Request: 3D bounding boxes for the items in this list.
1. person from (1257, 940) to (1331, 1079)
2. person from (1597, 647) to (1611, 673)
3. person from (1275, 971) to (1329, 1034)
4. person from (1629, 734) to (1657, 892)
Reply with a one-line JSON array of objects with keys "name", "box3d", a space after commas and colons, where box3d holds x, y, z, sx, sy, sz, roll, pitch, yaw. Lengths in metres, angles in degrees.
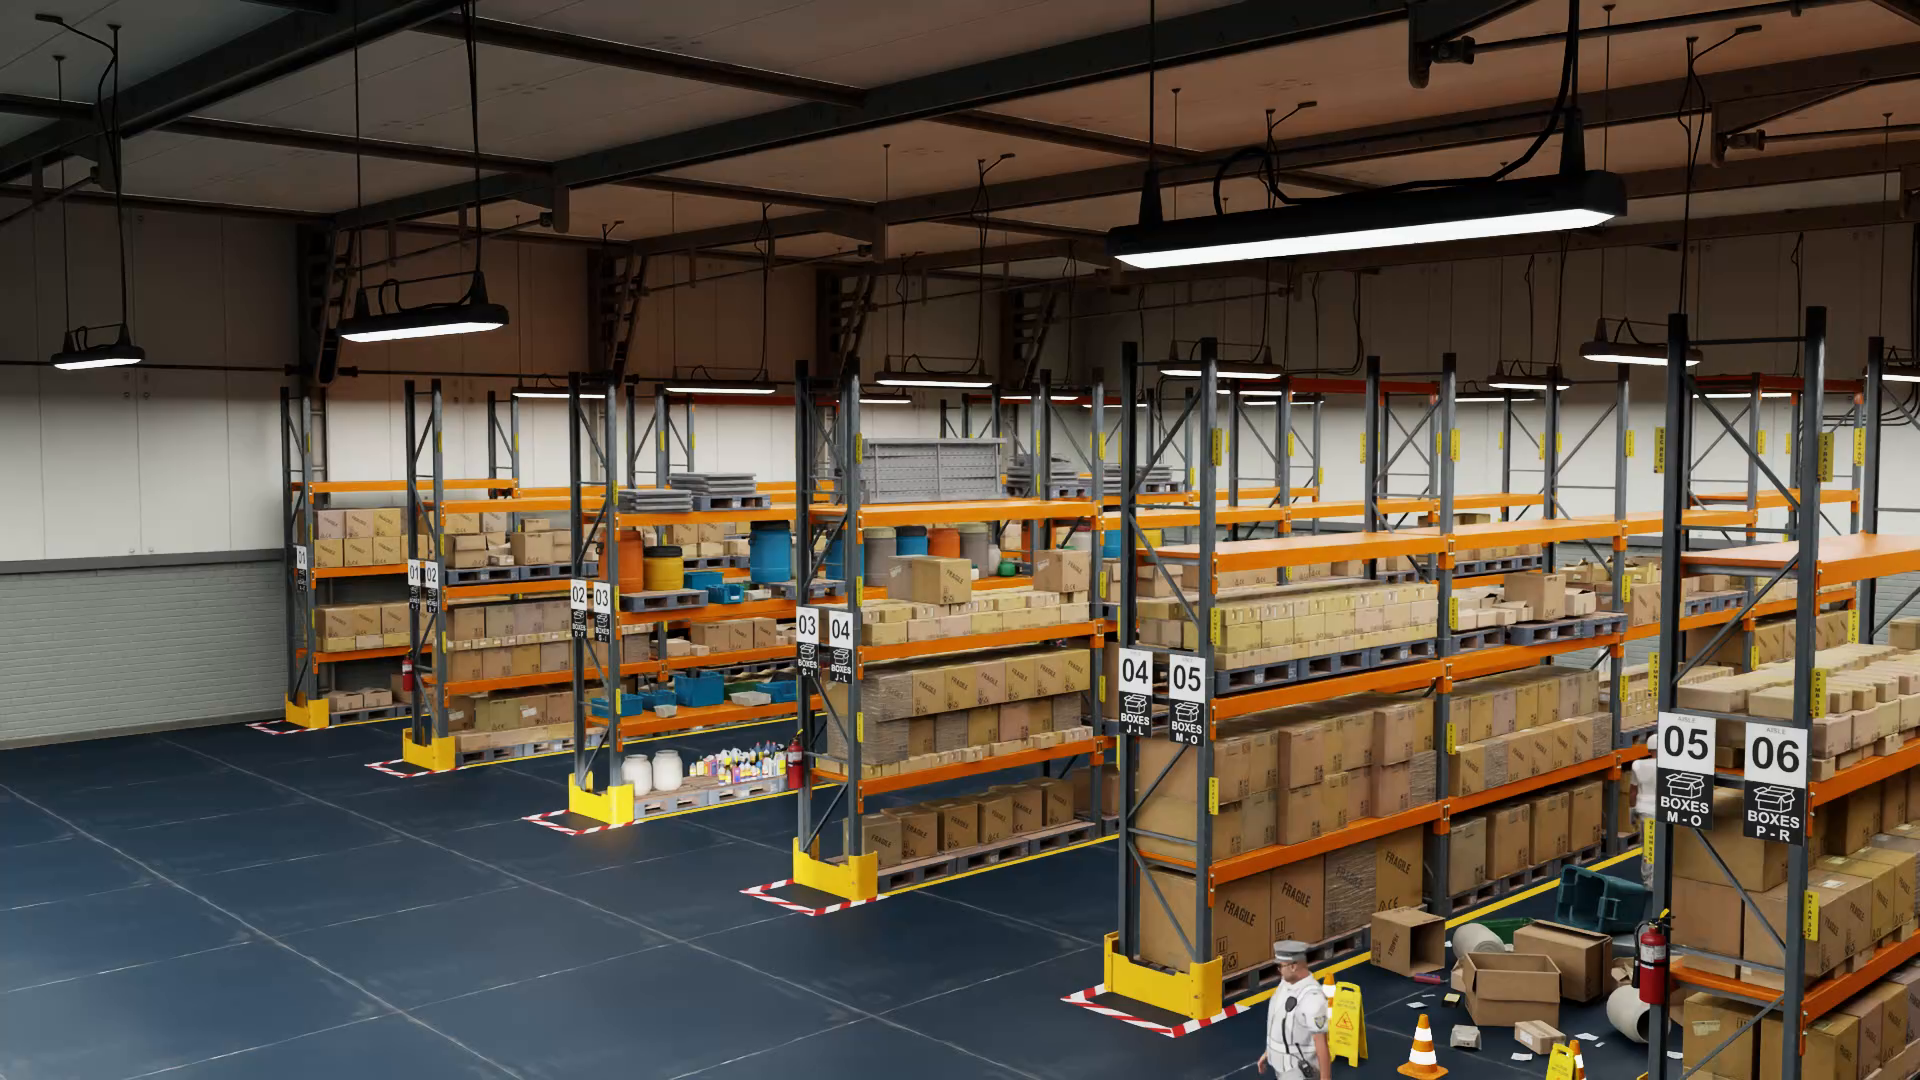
[{"name": "person", "box3d": [2.315, 3.552, 11.351, 0.713, 1.644, 0.600, -1, 4, -11]}, {"name": "person", "box3d": [11.316, 2.586, 28.999, 0.452, 1.442, 1.084, 3, 5, 43]}, {"name": "person", "box3d": [3.568, 3.042, 19.520, 13.090, 1.767, 11.479, -3, 5, -40]}, {"name": "person", "box3d": [7.824, 3.083, 18.731, 0.553, 1.784, 0.581, -4, 5, -44]}]
